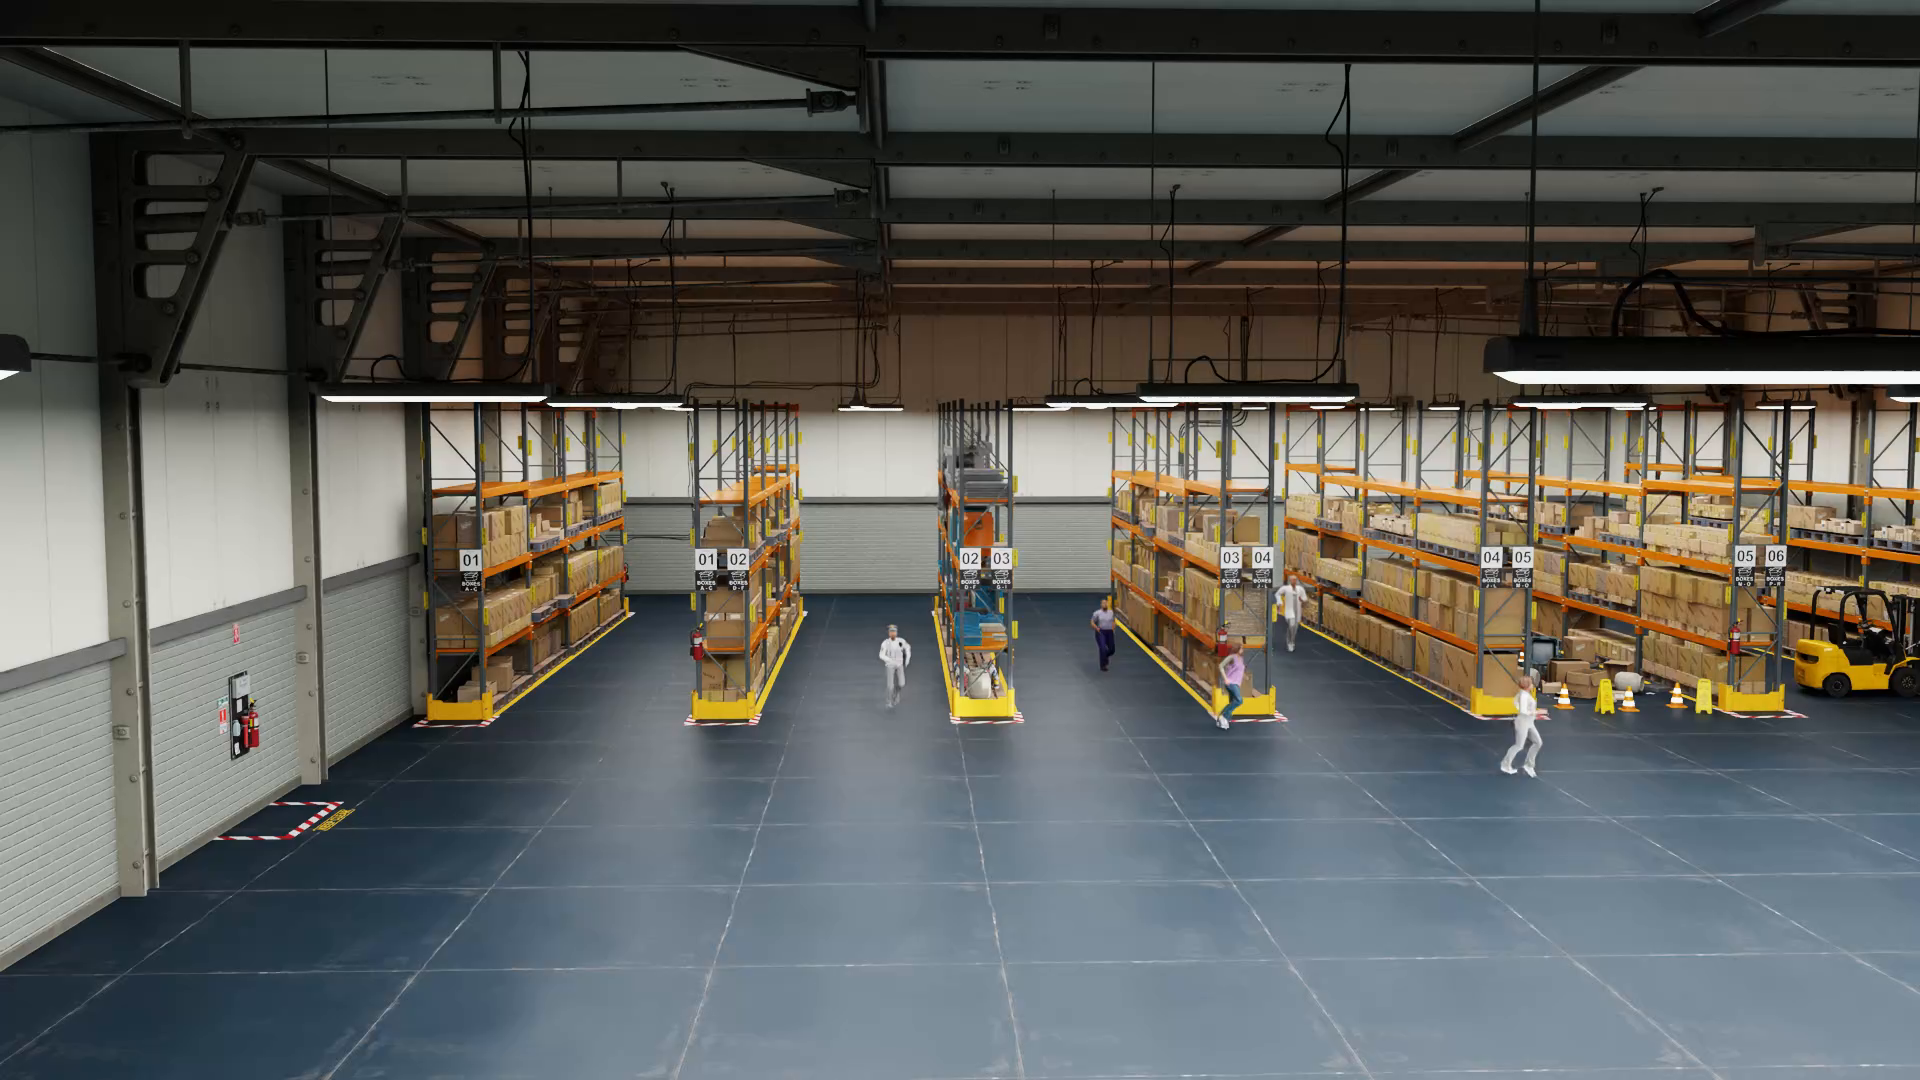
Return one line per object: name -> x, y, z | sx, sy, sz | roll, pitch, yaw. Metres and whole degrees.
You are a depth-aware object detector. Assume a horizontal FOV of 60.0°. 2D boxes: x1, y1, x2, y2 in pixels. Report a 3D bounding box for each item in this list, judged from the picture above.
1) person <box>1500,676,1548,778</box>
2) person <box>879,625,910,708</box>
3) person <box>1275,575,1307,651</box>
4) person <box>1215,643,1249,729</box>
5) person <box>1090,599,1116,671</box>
person -> 8.866, 2.946, 26.126 | 0.702, 1.634, 0.513 | 2, 5, 30
person -> -1.248, 2.449, 32.148 | 0.634, 1.647, 0.729 | -1, 4, -11
person -> 8.077, 1.778, 40.363 | 0.675, 1.846, 0.803 | -1, 4, -14
person -> 4.987, 2.655, 30.339 | 0.575, 1.515, 0.611 | 3, 5, 32
person -> 3.212, 2.114, 37.099 | 0.605, 1.583, 0.559 | -1, 4, -14
